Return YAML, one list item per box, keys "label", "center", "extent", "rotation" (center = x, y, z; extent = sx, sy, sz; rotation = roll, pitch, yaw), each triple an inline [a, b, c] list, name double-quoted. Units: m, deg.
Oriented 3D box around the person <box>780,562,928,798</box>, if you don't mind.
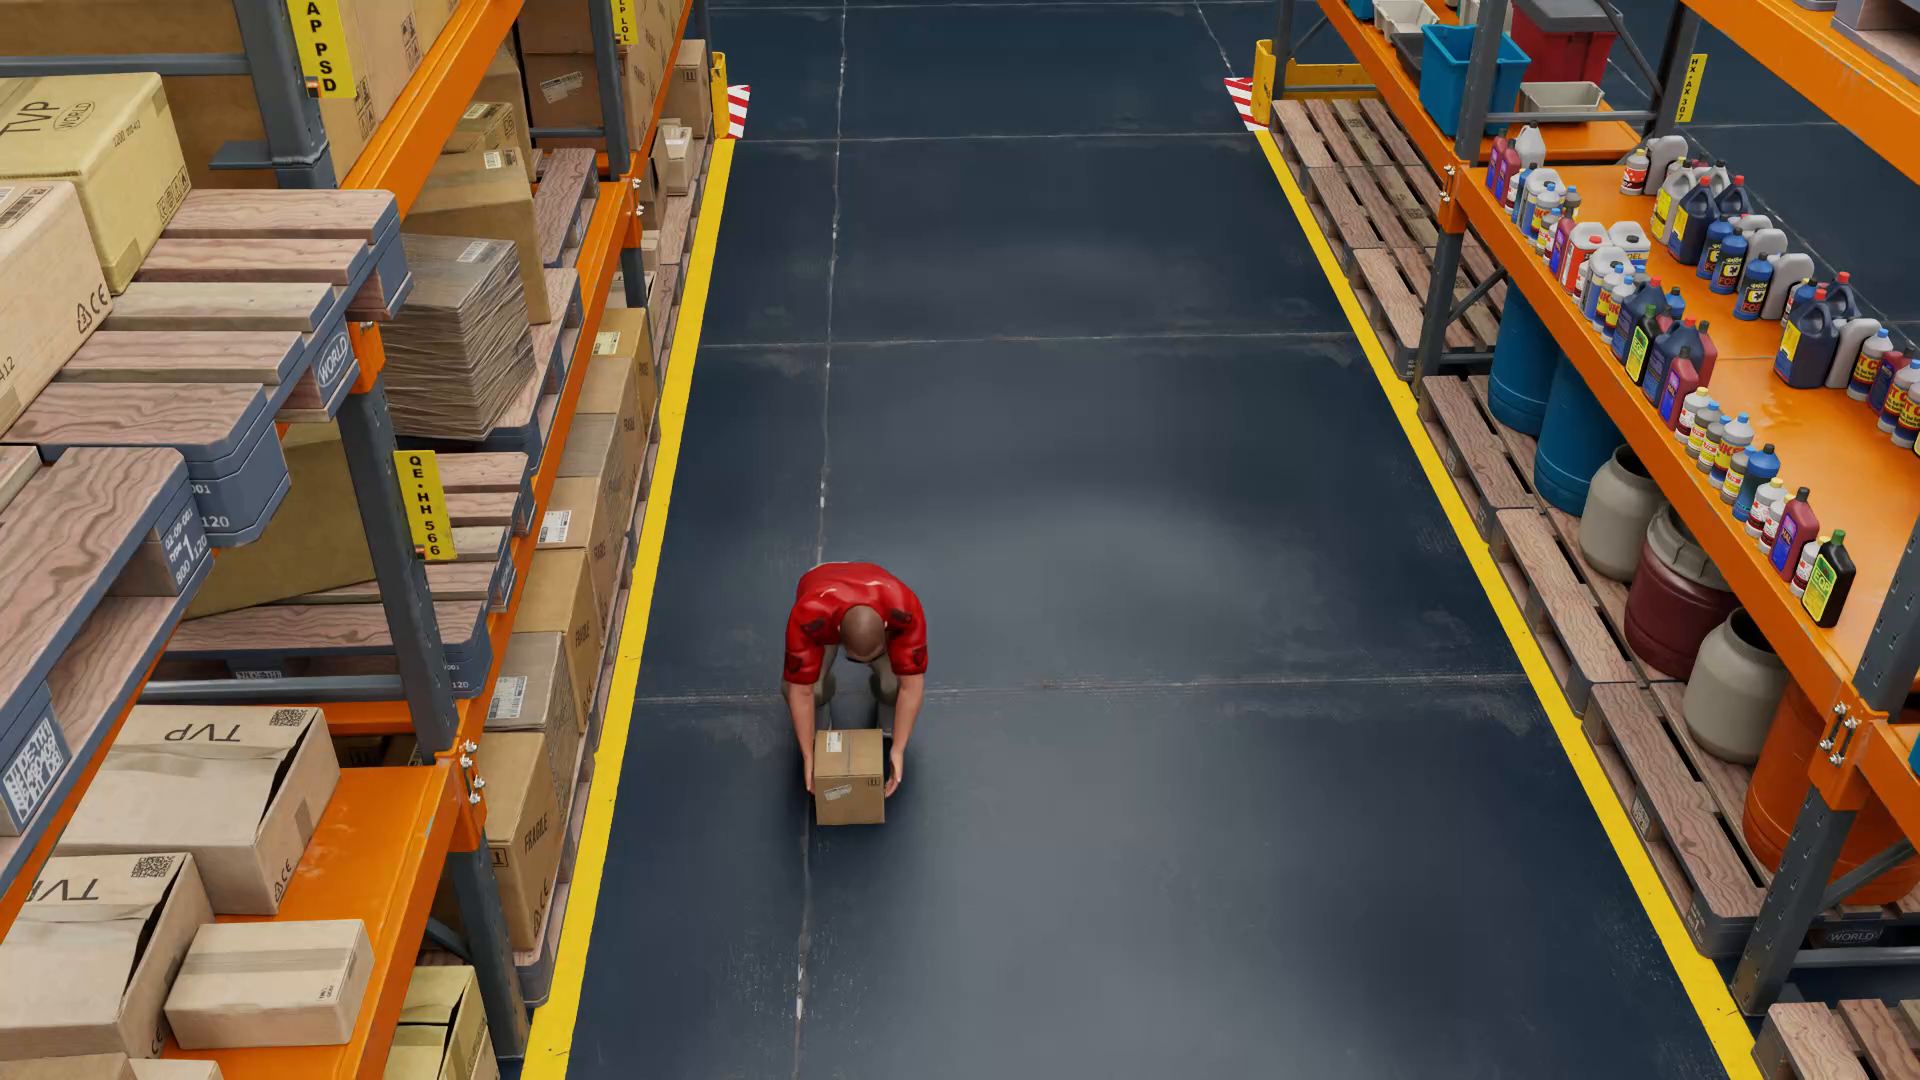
- label: "person"
  center: [-0.403, 0.422, 6.299]
  extent: [0.561, 0.887, 0.879]
  rotation: [-1, 35, -2]
